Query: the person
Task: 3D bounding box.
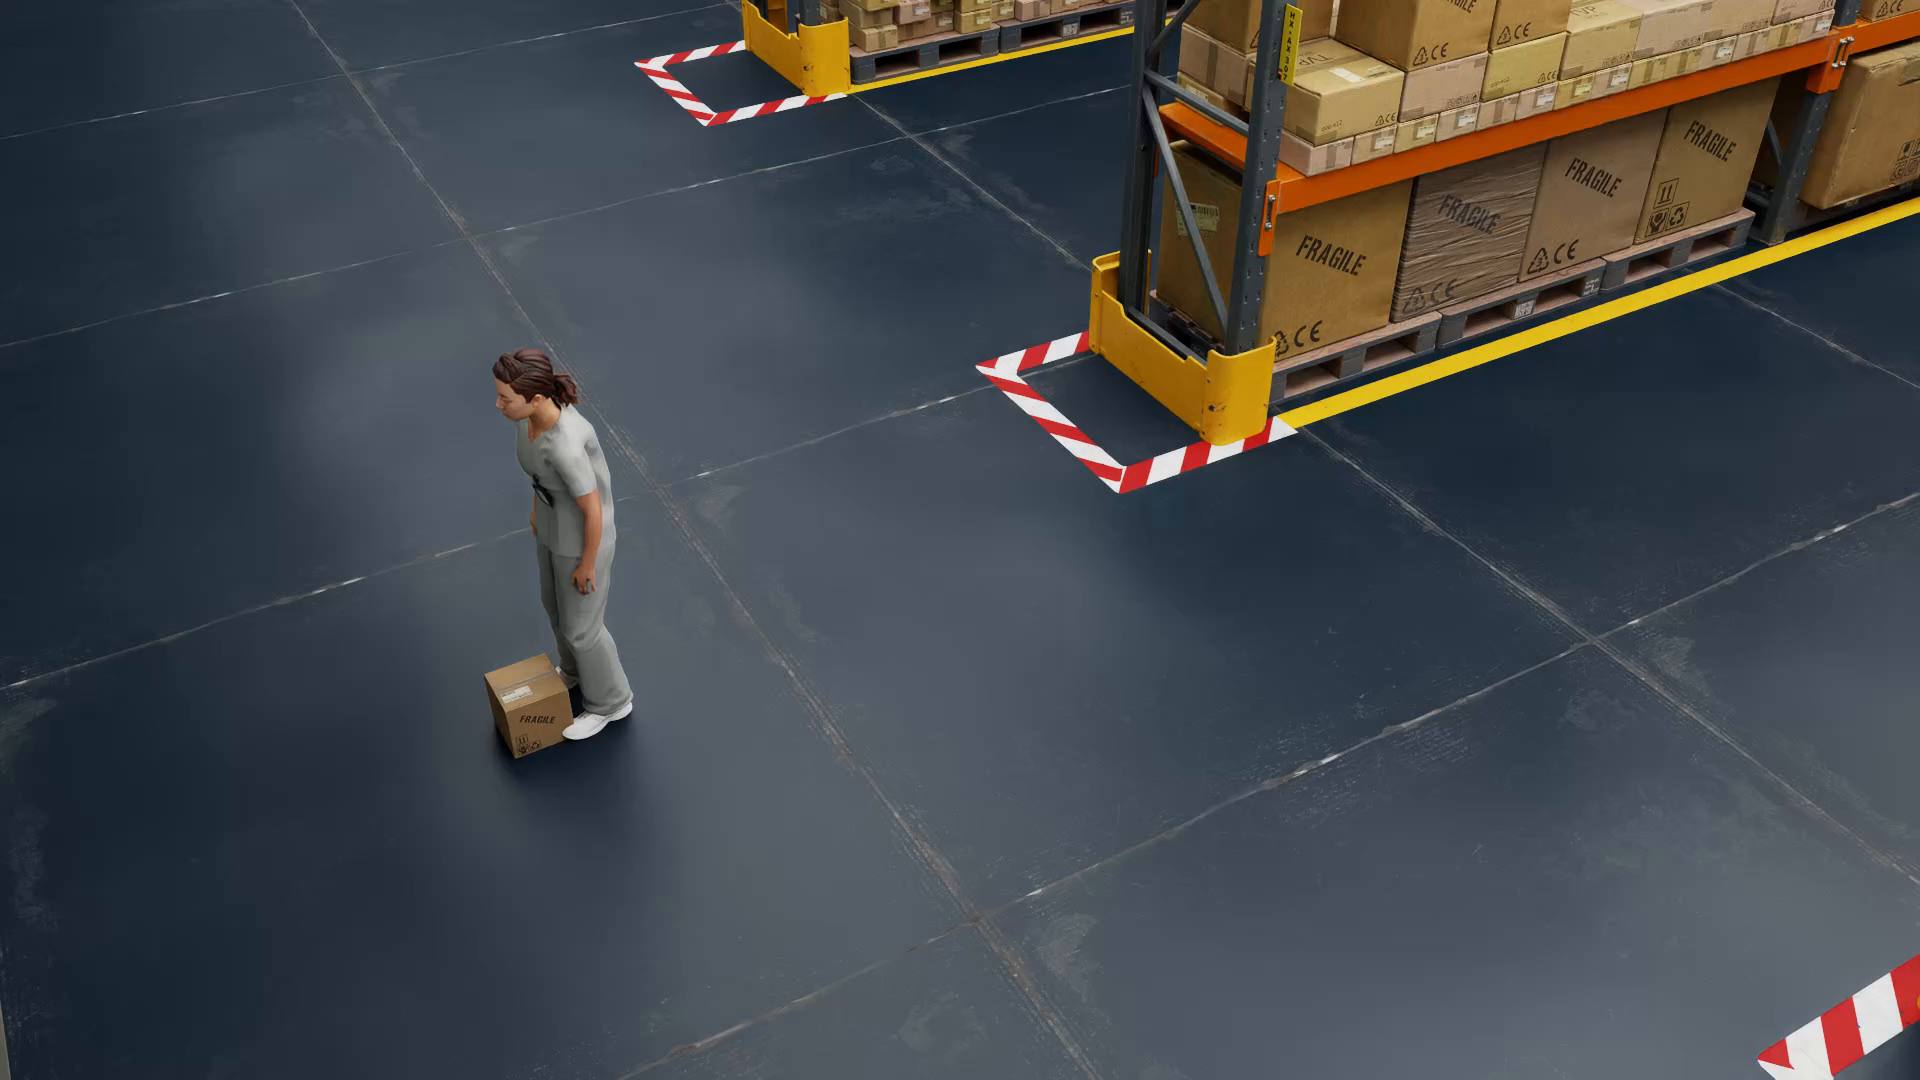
[{"bbox_3d":[-1.464,-0.003,6.156,0.366,1.671,0.504,-22,42,-26],"label":"person"}]
